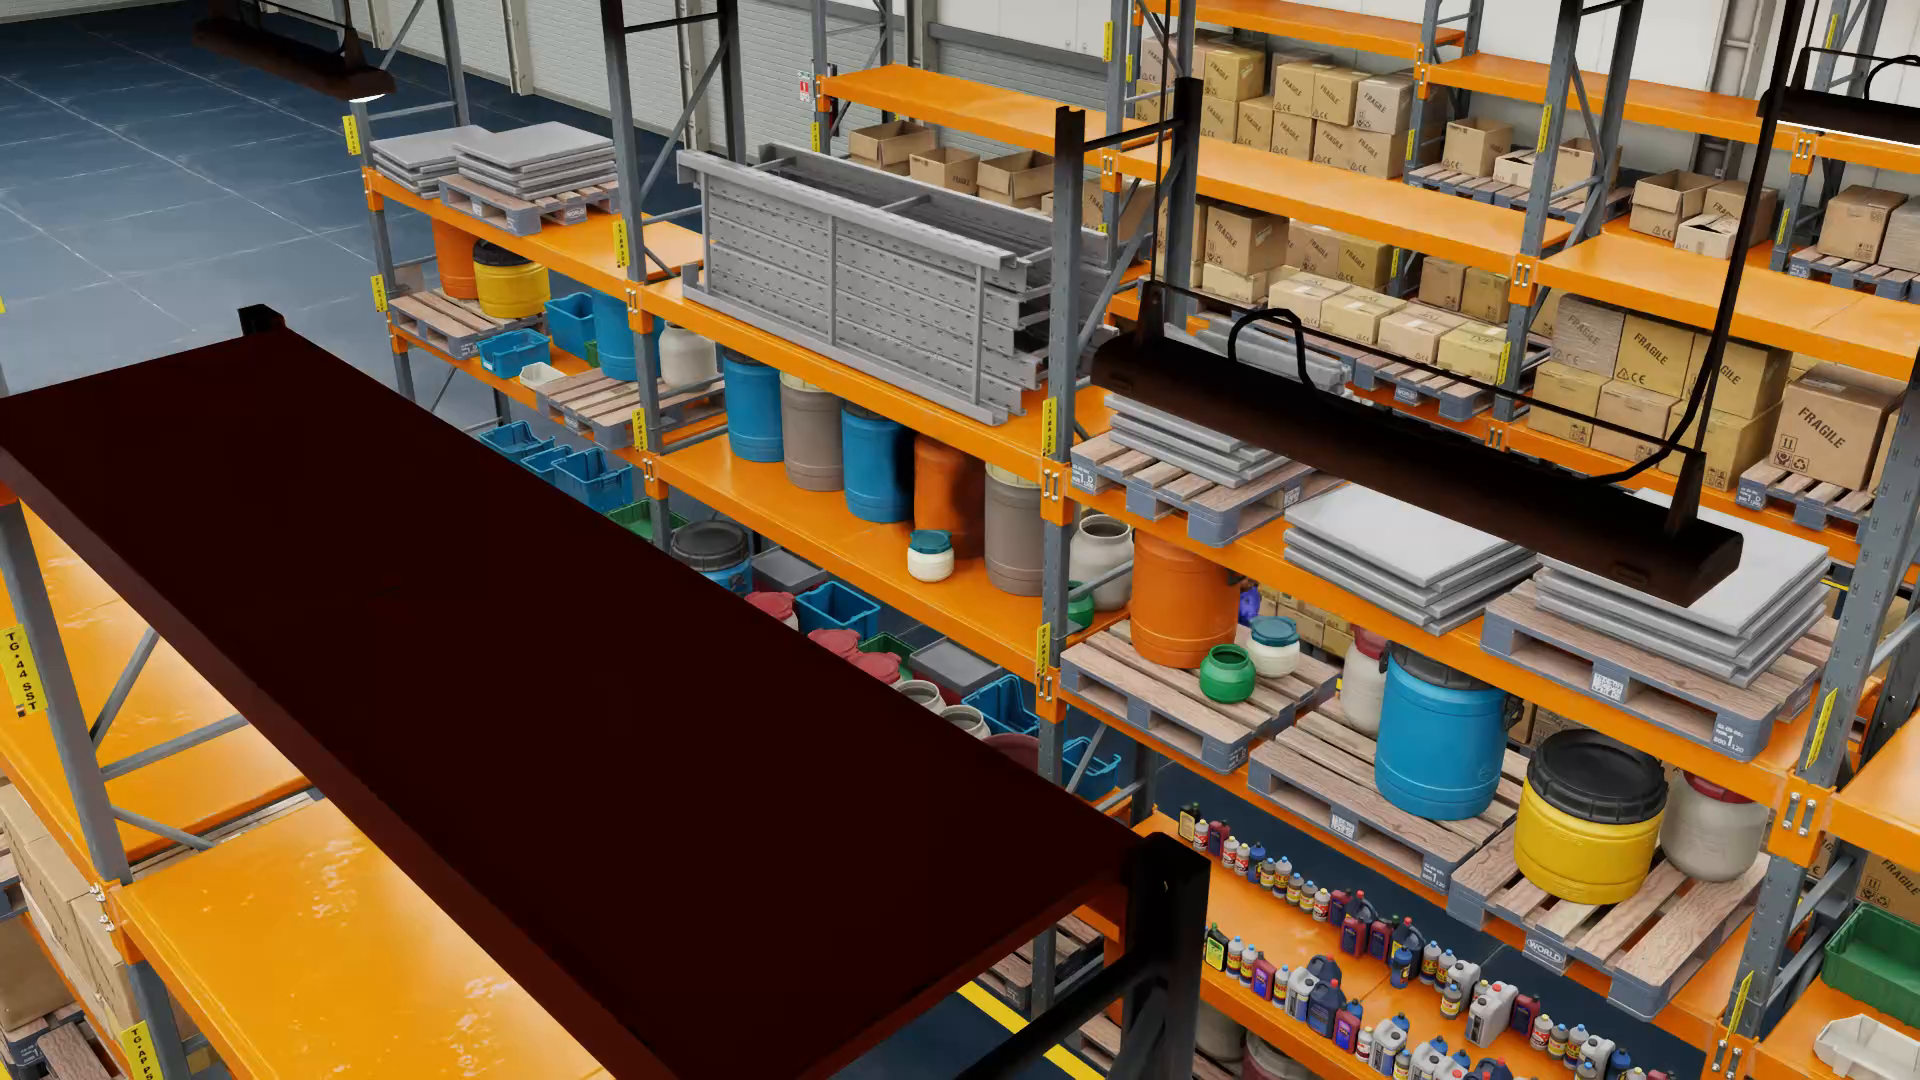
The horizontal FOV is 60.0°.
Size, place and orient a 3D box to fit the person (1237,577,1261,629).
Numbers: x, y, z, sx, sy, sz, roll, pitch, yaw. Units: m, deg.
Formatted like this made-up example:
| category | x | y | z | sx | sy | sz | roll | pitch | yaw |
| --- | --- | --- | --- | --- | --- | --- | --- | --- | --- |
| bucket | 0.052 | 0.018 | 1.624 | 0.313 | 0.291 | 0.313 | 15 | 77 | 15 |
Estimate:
| category | x | y | z | sx | sy | sz | roll | pitch | yaw |
| --- | --- | --- | --- | --- | --- | --- | --- | --- | --- |
| person | 2.242 | 0.852 | 13.542 | 0.630 | 1.582 | 0.505 | 23 | 36 | 36 |

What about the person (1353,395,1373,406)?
| category | x | y | z | sx | sy | sz | roll | pitch | yaw |
| --- | --- | --- | --- | --- | --- | --- | --- | --- | --- |
| person | 4.051 | -1.418 | 17.603 | 0.582 | 1.788 | 0.519 | -4 | 28 | -7 |
